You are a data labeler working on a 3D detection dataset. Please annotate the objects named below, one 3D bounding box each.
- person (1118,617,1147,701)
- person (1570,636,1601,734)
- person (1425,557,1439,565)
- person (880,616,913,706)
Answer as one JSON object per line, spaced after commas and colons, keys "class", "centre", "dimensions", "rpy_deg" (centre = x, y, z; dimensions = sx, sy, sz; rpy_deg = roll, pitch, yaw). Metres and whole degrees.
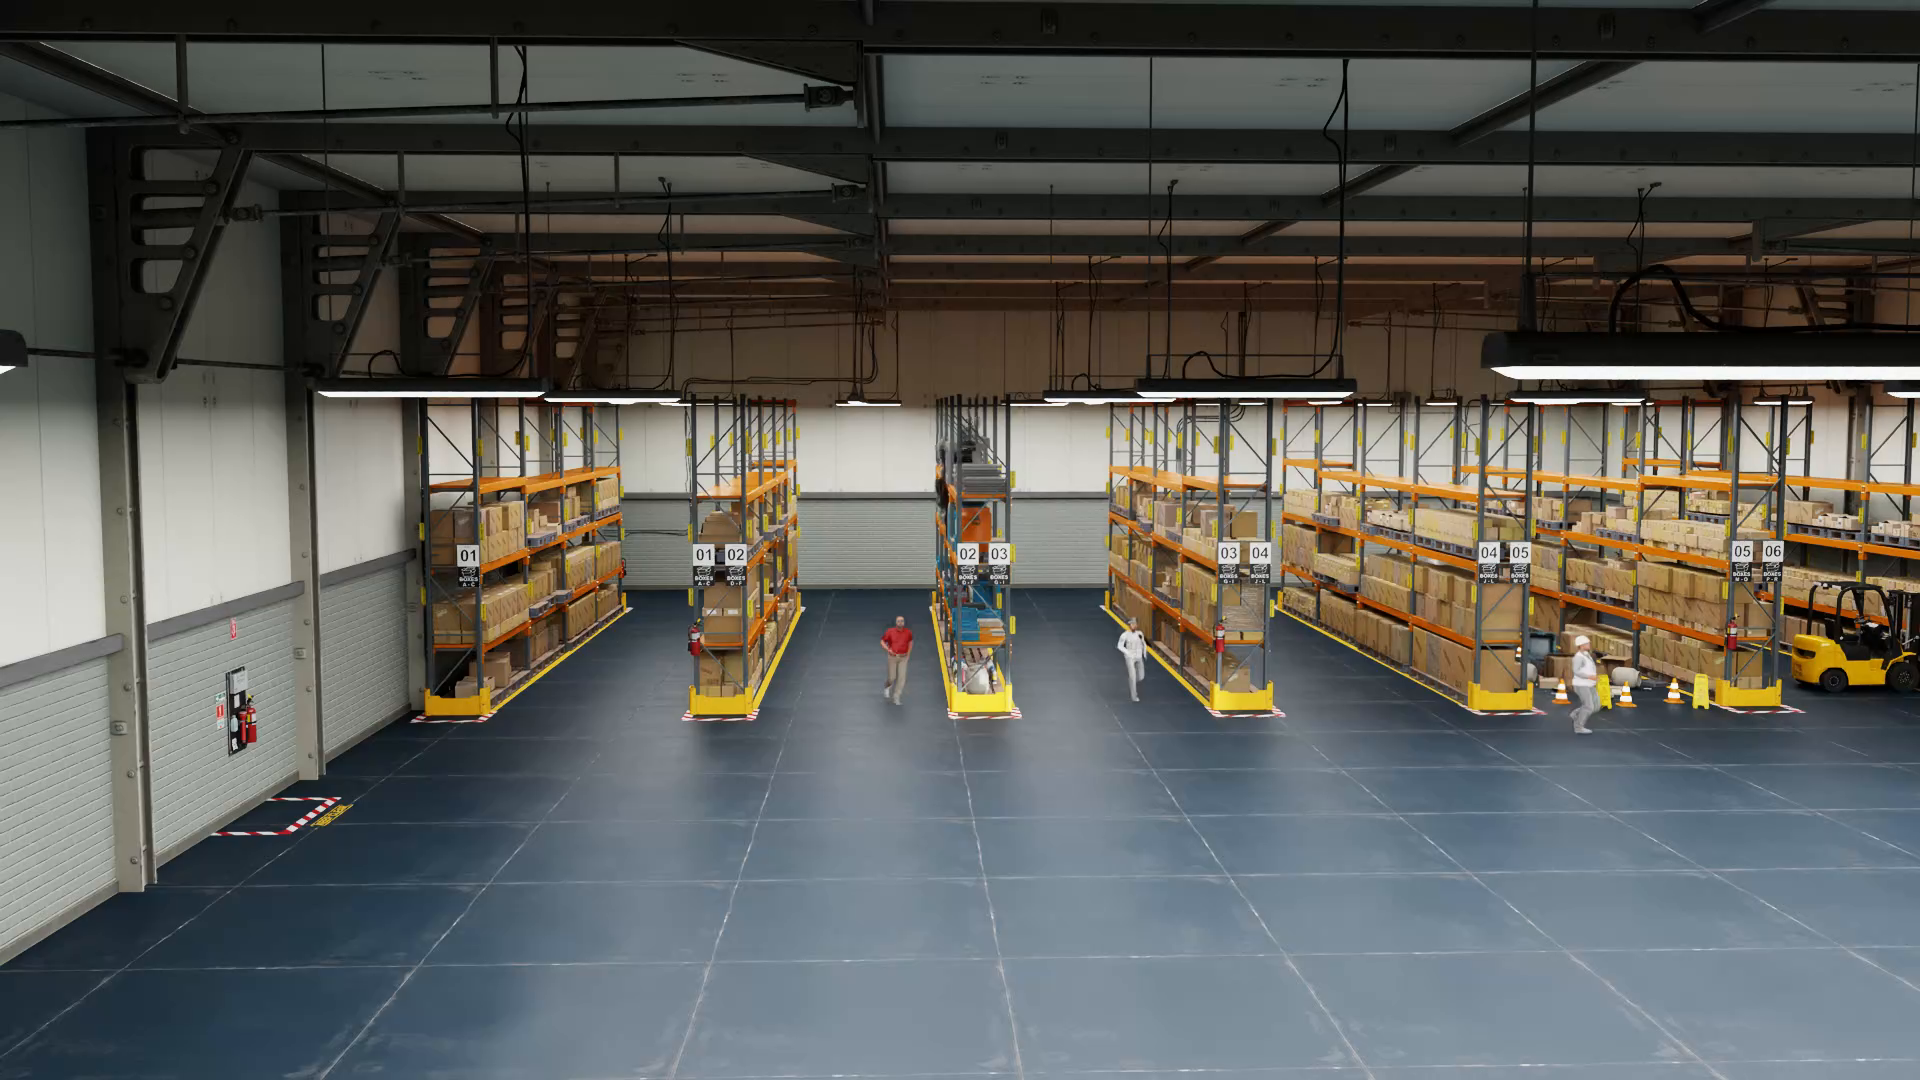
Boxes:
{"class": "person", "centre": [3.396, 2.328, 32.717], "dimensions": [0.621, 1.652, 0.585], "rpy_deg": [-1, 5, -13]}
{"class": "person", "centre": [11.043, 2.550, 29.319], "dimensions": [0.596, 1.724, 0.654], "rpy_deg": [4, 6, 39]}
{"class": "person", "centre": [14.057, 1.005, 49.312], "dimensions": [0.655, 1.688, 0.743], "rpy_deg": [0, 5, 5]}
{"class": "person", "centre": [-1.213, 2.328, 32.431], "dimensions": [0.672, 1.706, 0.796], "rpy_deg": [-1, 5, -14]}
